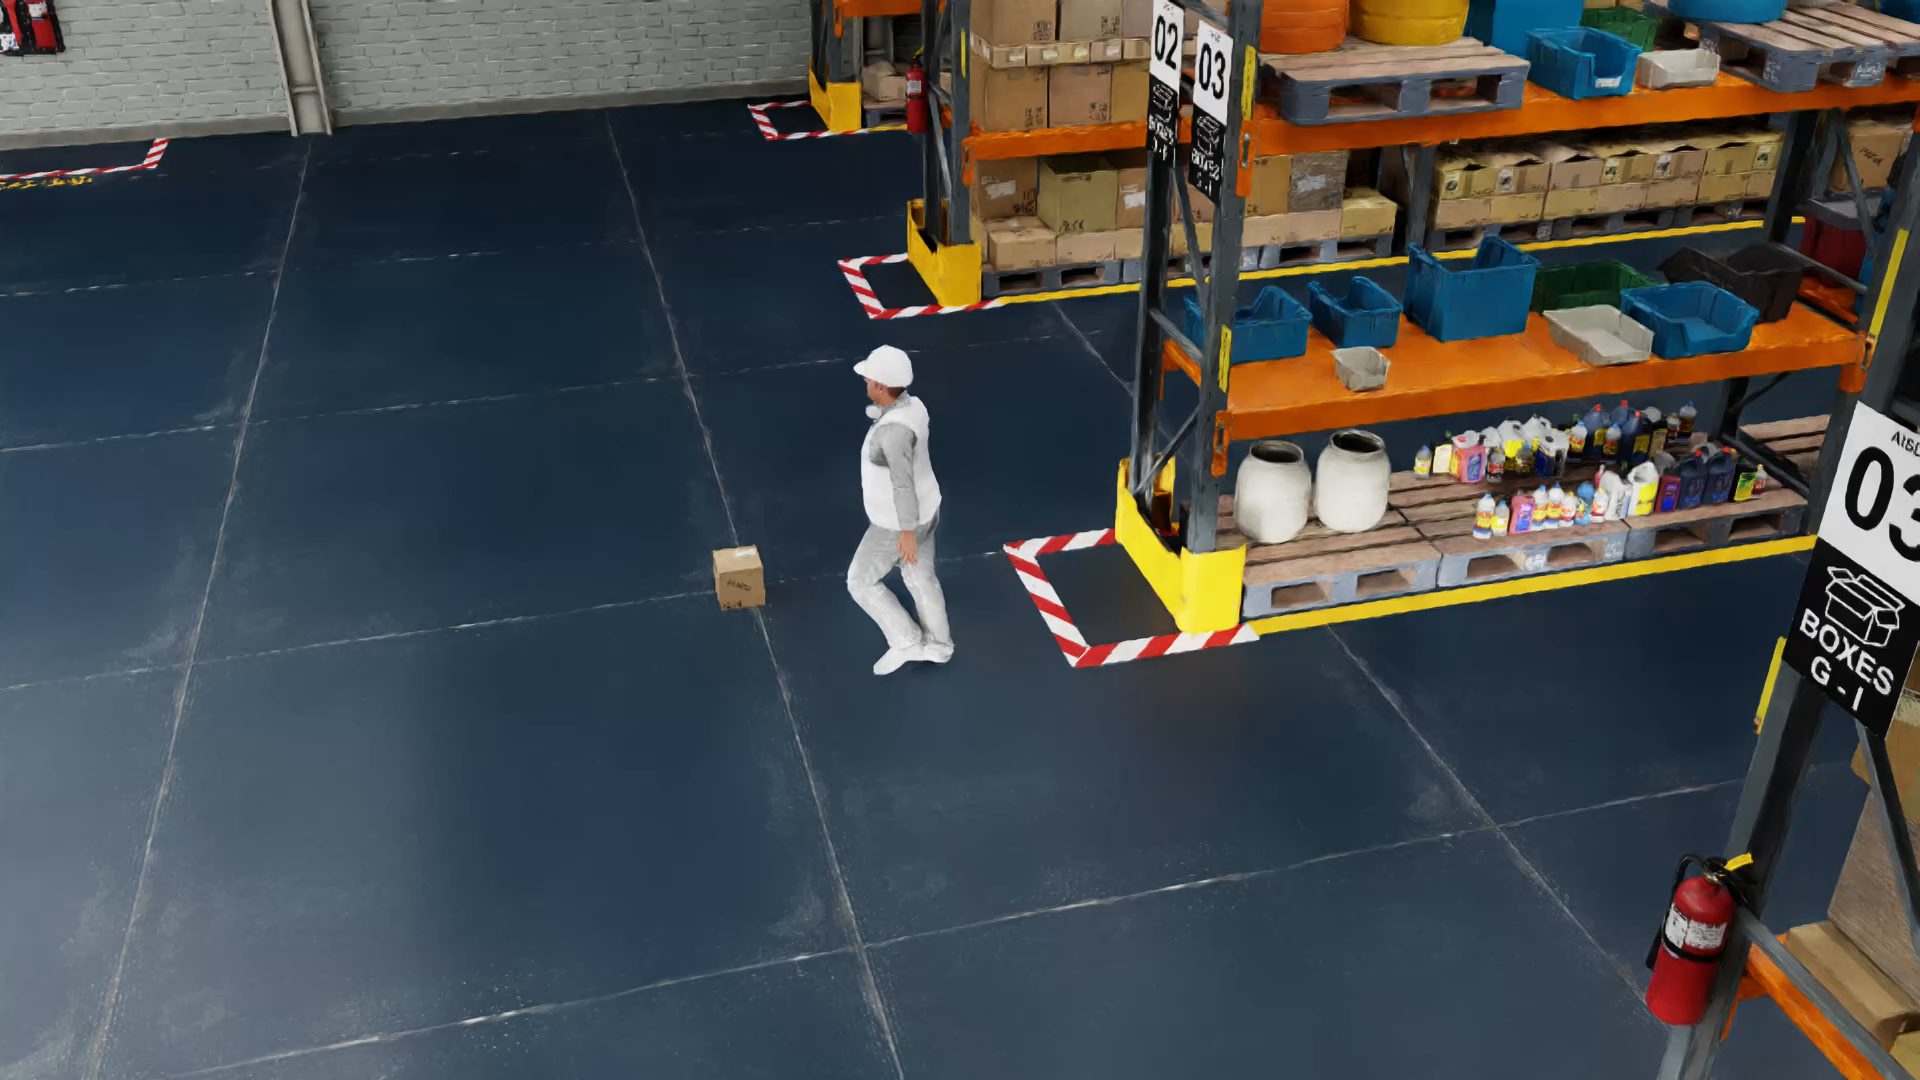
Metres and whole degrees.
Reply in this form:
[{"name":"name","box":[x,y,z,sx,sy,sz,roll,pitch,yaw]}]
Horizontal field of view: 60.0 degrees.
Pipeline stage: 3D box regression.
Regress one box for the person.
[{"name":"person","box":[-0.283,-0.149,8.435,0.533,1.759,0.565,8,31,13]}]
